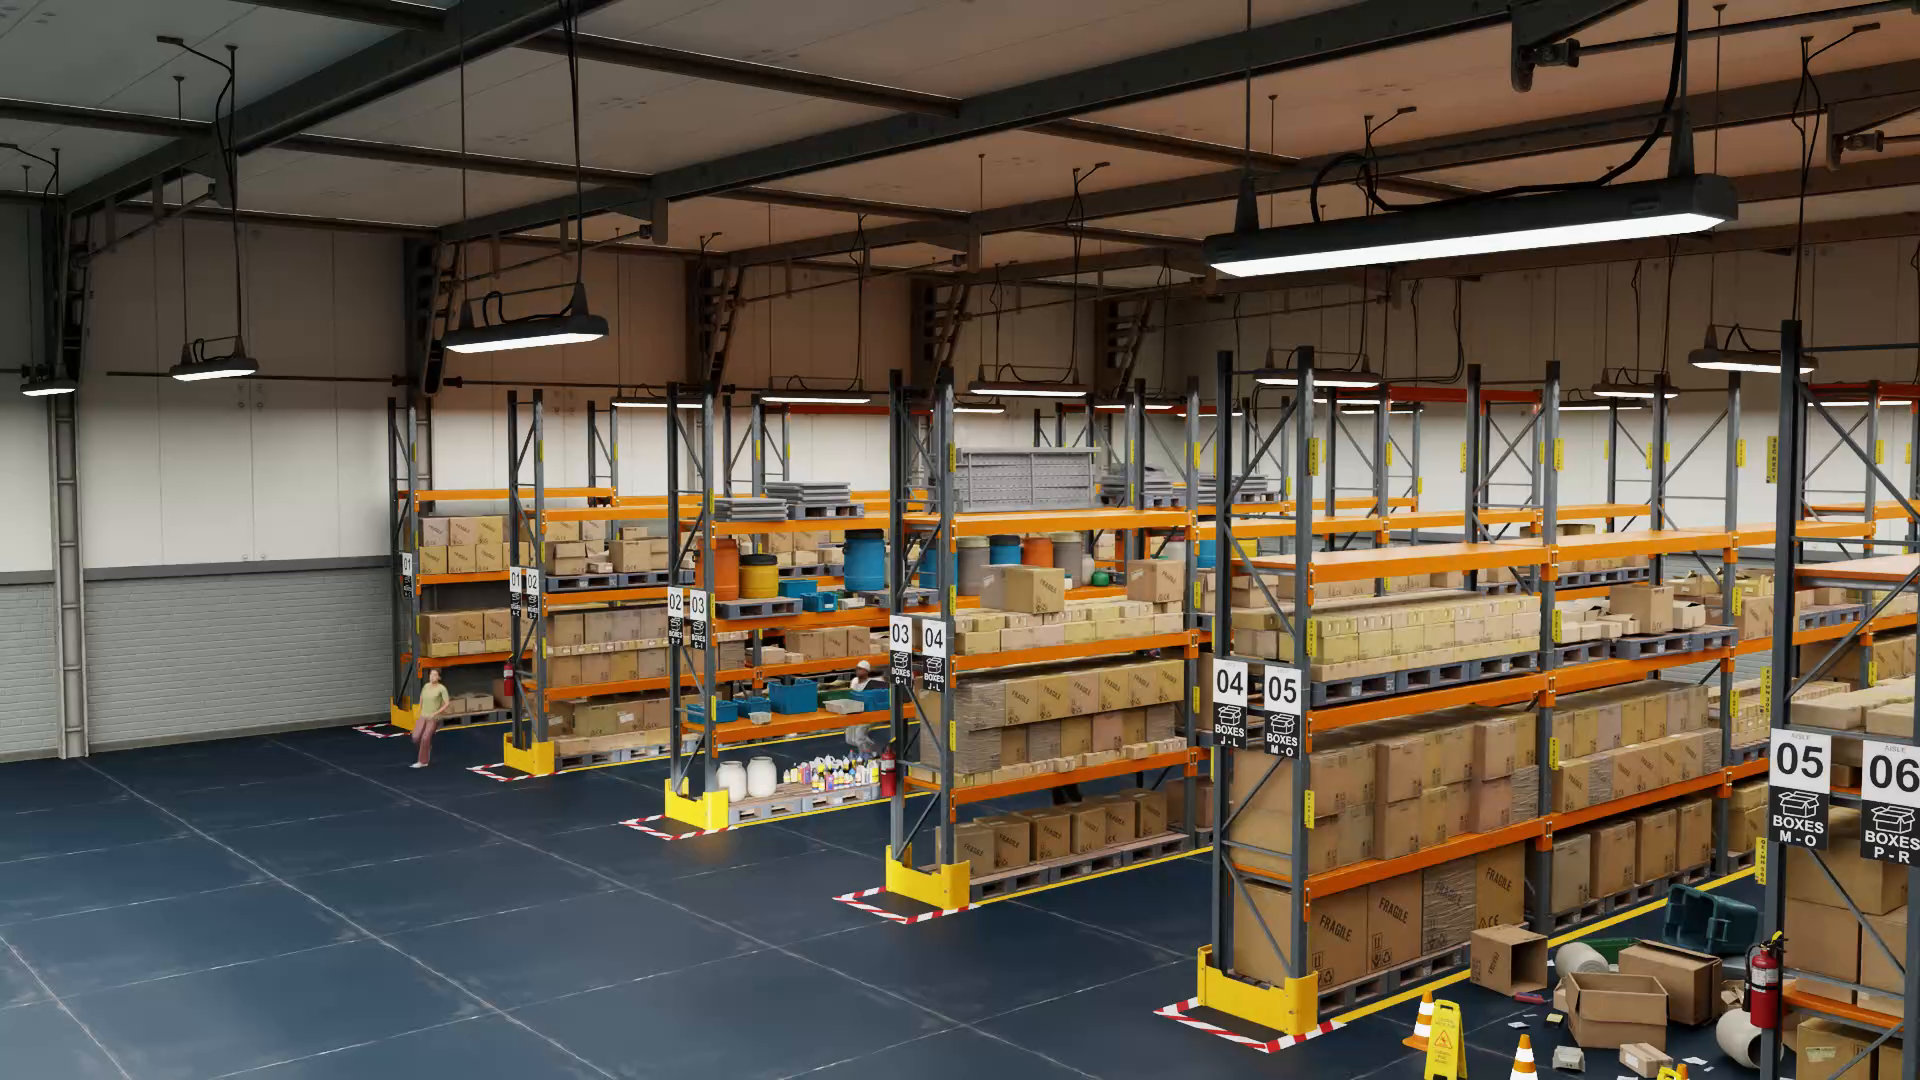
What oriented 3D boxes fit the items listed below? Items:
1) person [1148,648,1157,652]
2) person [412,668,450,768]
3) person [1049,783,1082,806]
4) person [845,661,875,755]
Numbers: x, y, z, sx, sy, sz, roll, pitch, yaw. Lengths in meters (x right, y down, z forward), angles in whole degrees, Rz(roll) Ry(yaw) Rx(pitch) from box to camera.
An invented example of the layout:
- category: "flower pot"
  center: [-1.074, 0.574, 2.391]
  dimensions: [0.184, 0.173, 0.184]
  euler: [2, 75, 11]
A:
- category: "person"
  center: [3.918, 2.449, 32.855]
  dimensions: [0.507, 1.628, 0.692]
  euler: [3, 4, 41]
- category: "person"
  center: [-8.408, 2.823, 26.359]
  dimensions: [0.613, 1.596, 0.514]
  euler: [1, 3, 15]
- category: "person"
  center: [1.429, 2.971, 22.470]
  dimensions: [0.970, 1.826, 0.730]
  euler: [-3, 4, -37]
- category: "person"
  center: [-1.527, 2.769, 26.271]
  dimensions: [0.688, 1.735, 0.599]
  euler: [3, 5, 45]
